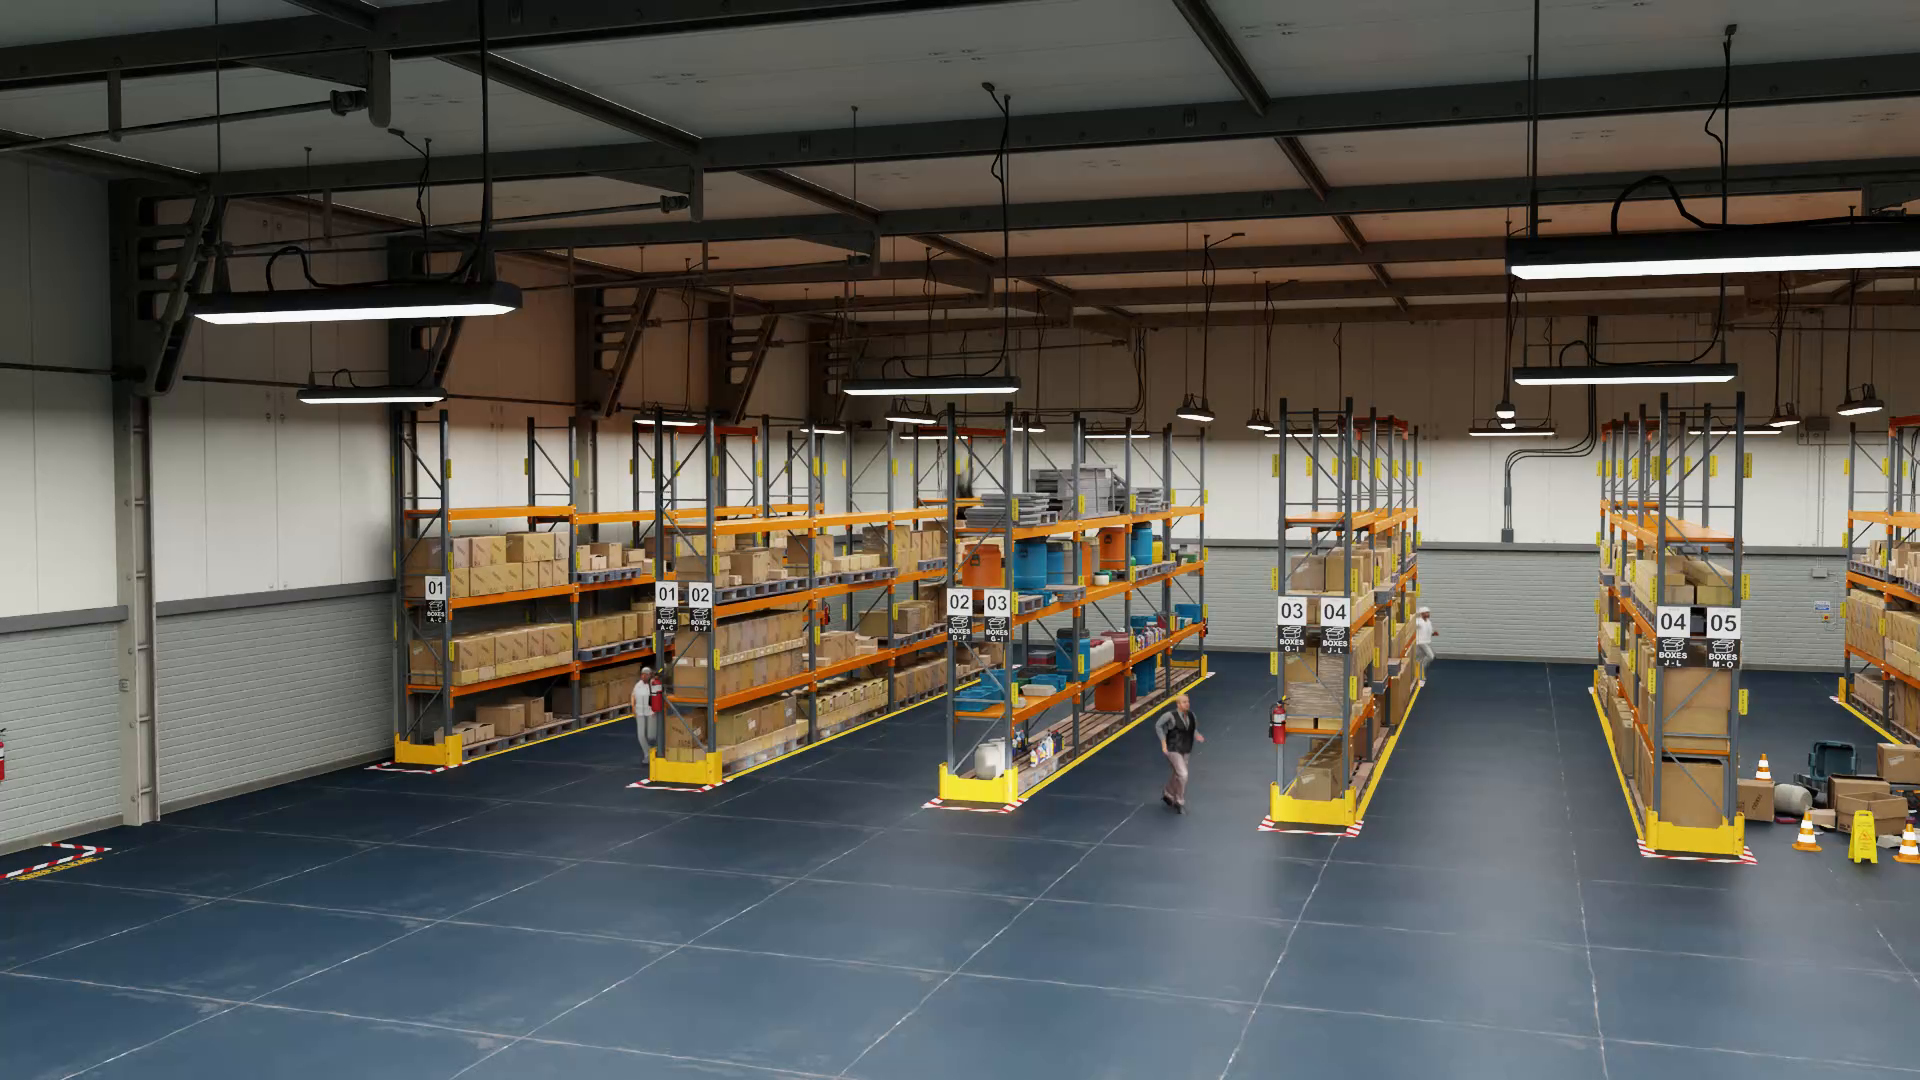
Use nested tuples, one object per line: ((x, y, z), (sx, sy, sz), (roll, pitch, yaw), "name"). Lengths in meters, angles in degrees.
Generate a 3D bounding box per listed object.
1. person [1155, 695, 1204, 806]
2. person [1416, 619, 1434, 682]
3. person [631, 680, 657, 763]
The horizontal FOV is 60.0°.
((3.194, 3.041, 24.238), (0.596, 1.596, 0.873), (-2, 3, -34), "person")
((10.936, 2.591, 39.322), (0.682, 1.489, 0.673), (2, 3, 42), "person")
((-5.339, 3.087, 28.415), (0.586, 1.408, 0.532), (1, 2, 12), "person")
